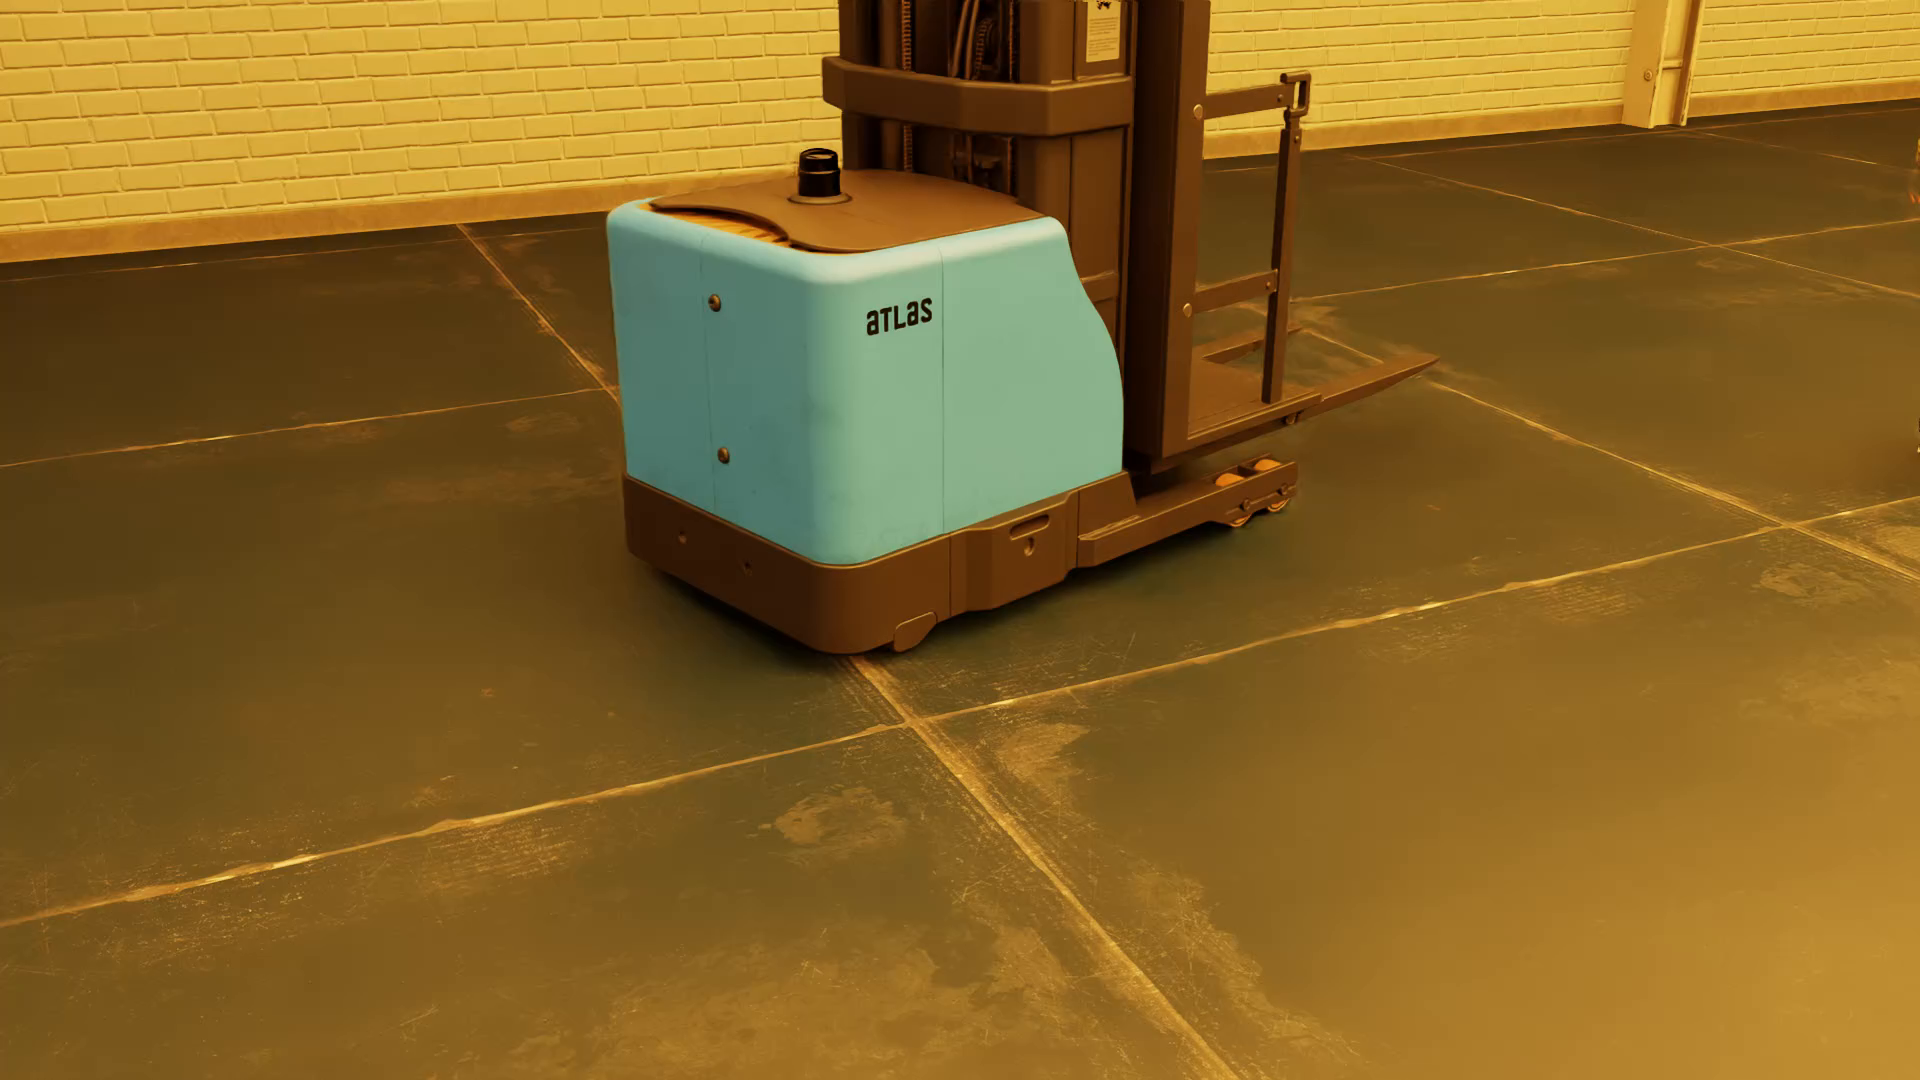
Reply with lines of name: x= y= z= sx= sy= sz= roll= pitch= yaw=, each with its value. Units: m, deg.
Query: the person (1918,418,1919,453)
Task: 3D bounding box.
person: x=3.509 y=-1.013 z=5.552 sx=0.422 sy=1.591 sz=0.774 roll=-16 pitch=27 yaw=-33

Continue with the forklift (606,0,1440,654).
forklift: x=0.445 y=-1.523 z=4.953 sx=3.031 sy=2.935 sz=1.130 roll=-20 pitch=30 yaw=-39
